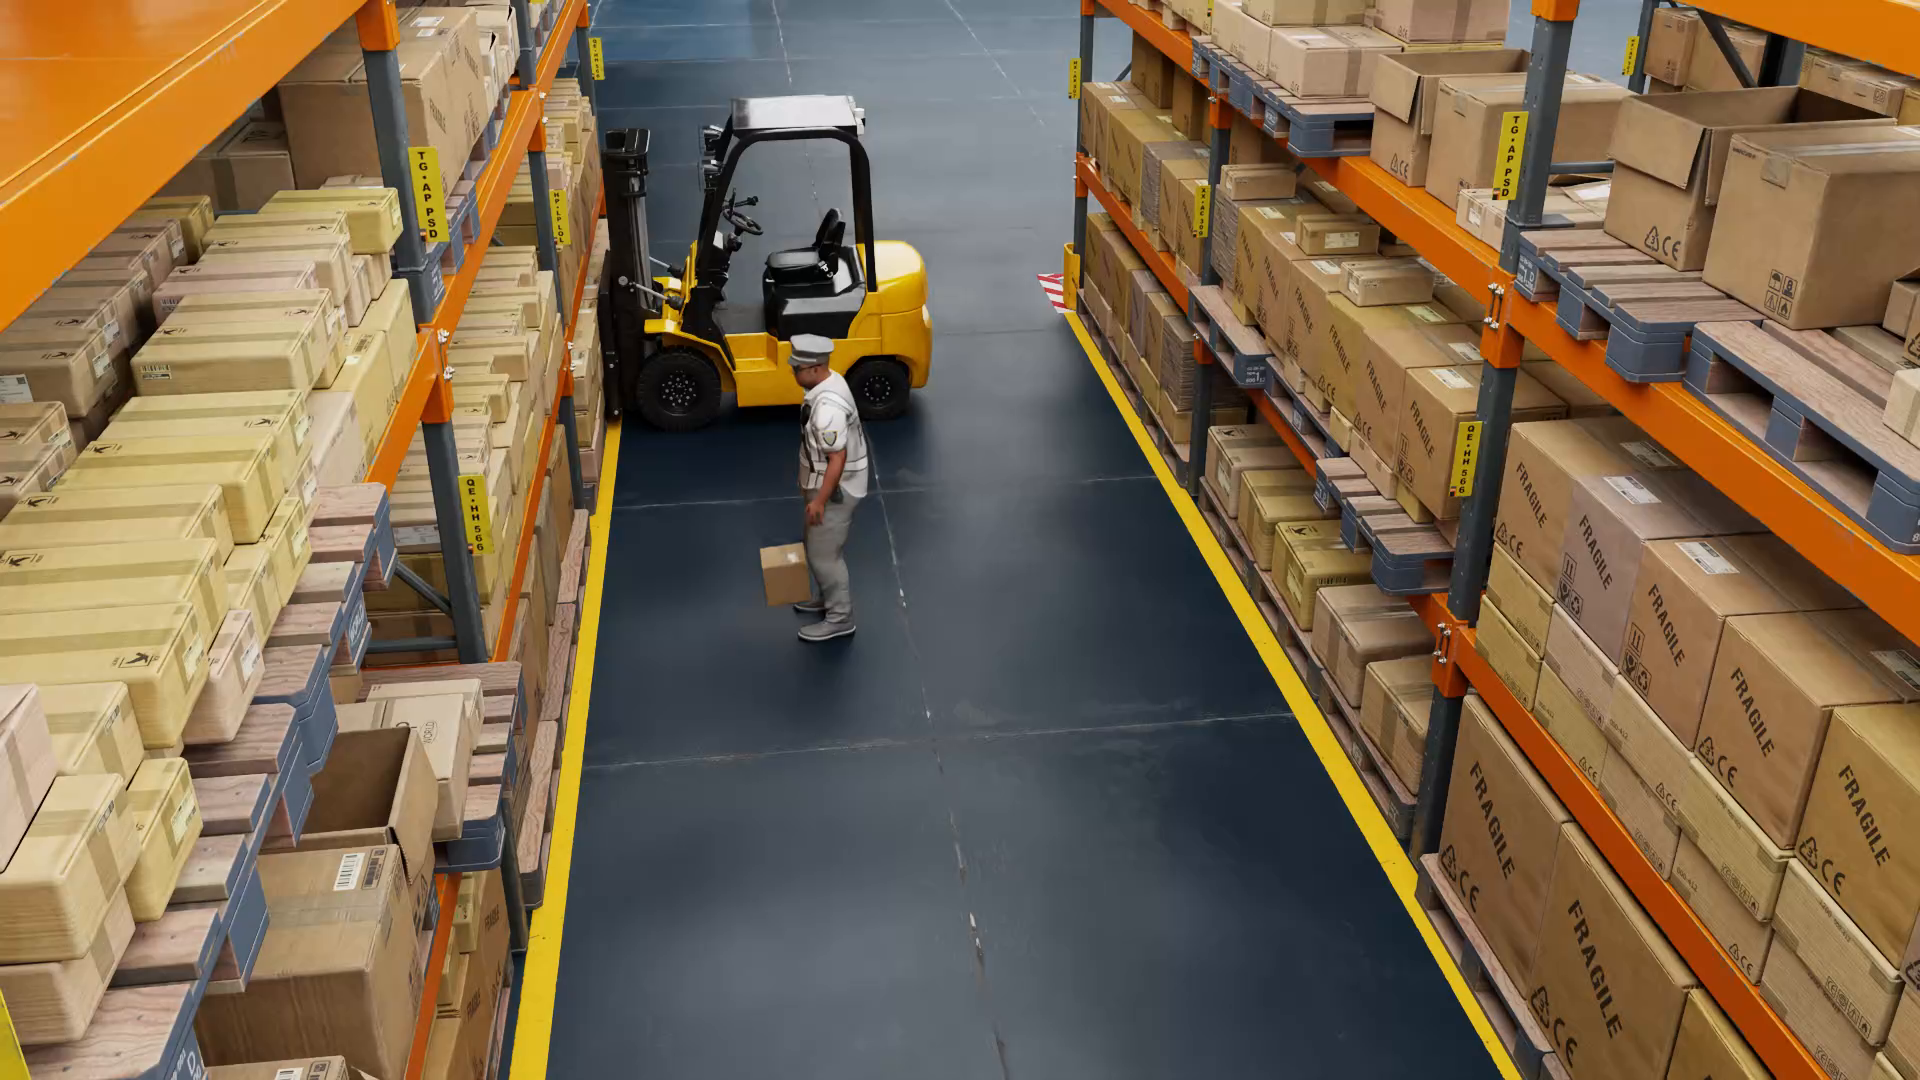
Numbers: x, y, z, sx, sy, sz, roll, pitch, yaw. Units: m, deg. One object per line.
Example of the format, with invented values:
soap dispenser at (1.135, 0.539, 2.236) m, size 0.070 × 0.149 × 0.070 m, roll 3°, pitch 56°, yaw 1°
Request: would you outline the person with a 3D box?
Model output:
person at (-0.724, -0.316, 9.192) m, size 0.425 × 1.720 × 0.568 m, roll -4°, pitch 27°, yaw -9°
